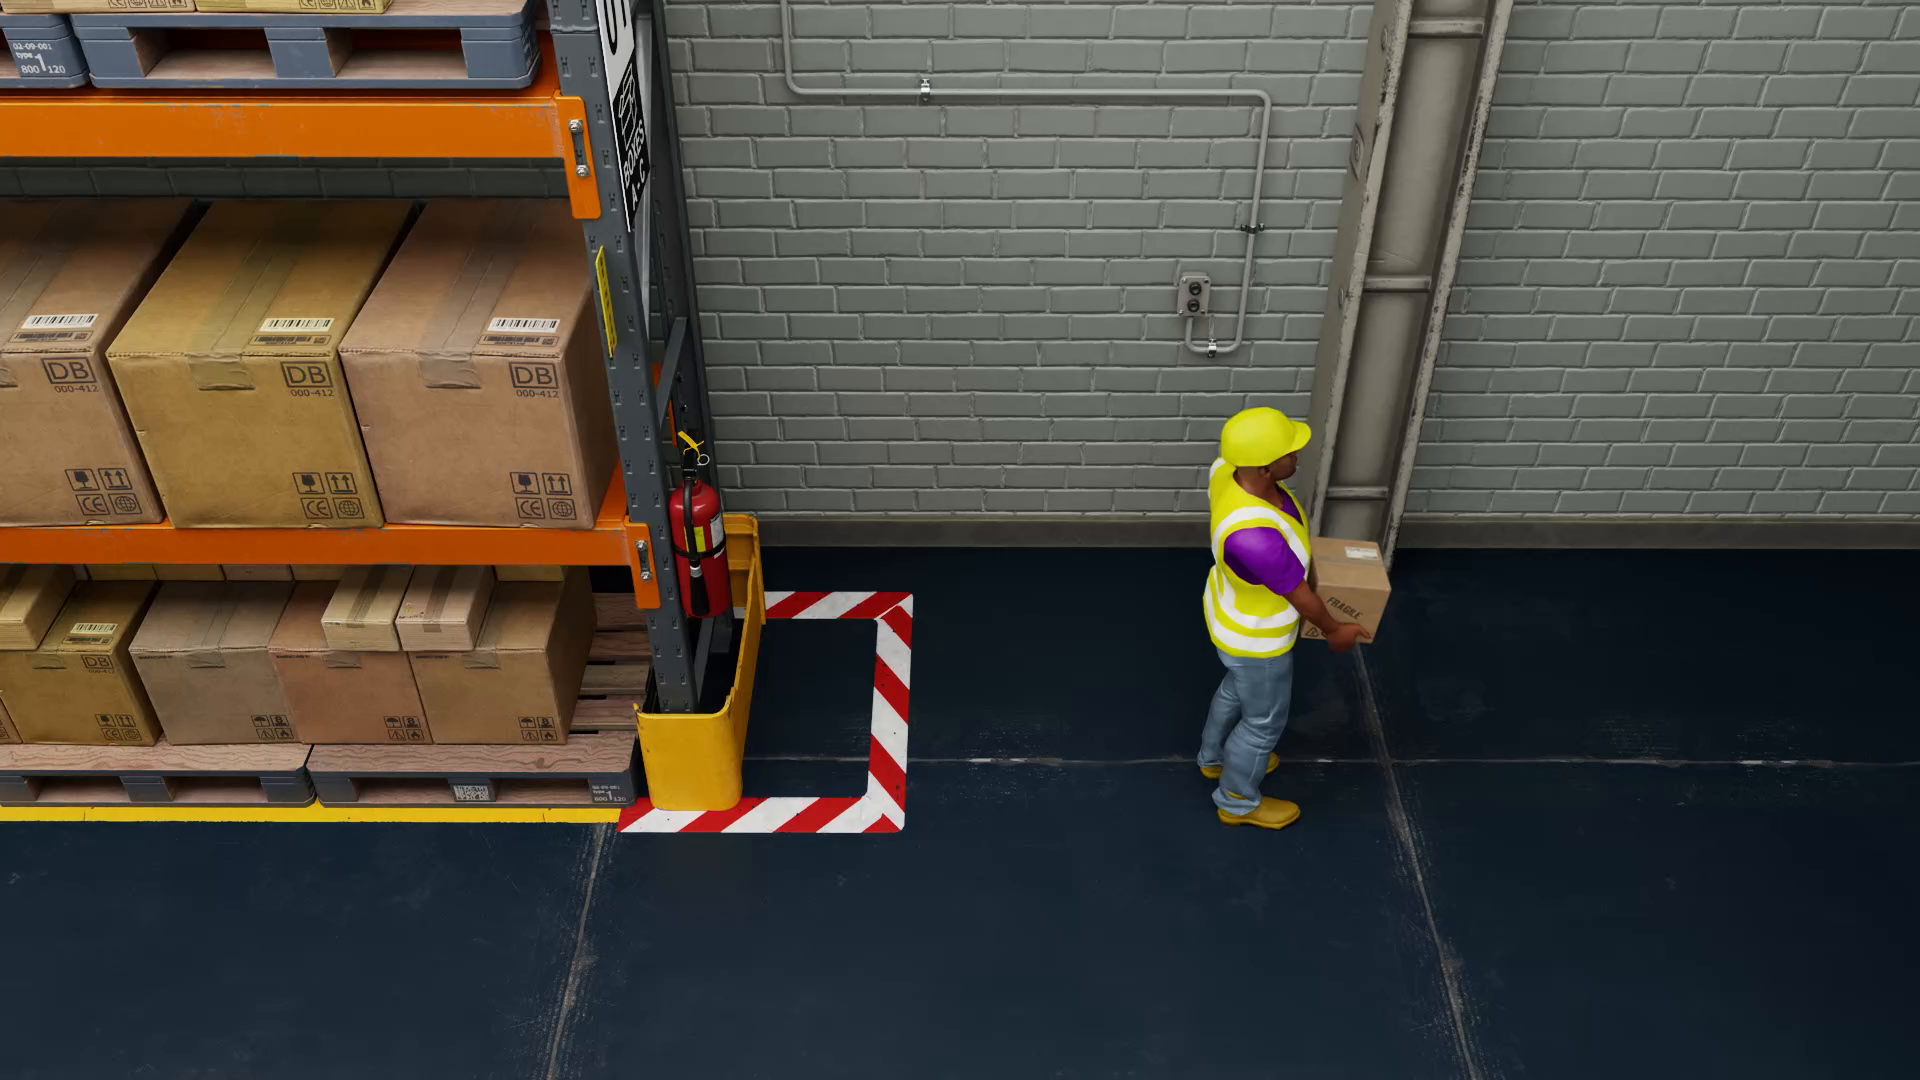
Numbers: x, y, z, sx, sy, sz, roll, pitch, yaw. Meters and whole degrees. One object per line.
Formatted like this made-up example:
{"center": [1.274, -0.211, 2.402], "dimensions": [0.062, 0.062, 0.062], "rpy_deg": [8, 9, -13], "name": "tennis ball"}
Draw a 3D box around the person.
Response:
{"center": [1.113, 0.279, 5.801], "dimensions": [0.577, 1.761, 0.502], "rpy_deg": [0, 39, 0], "name": "person"}
